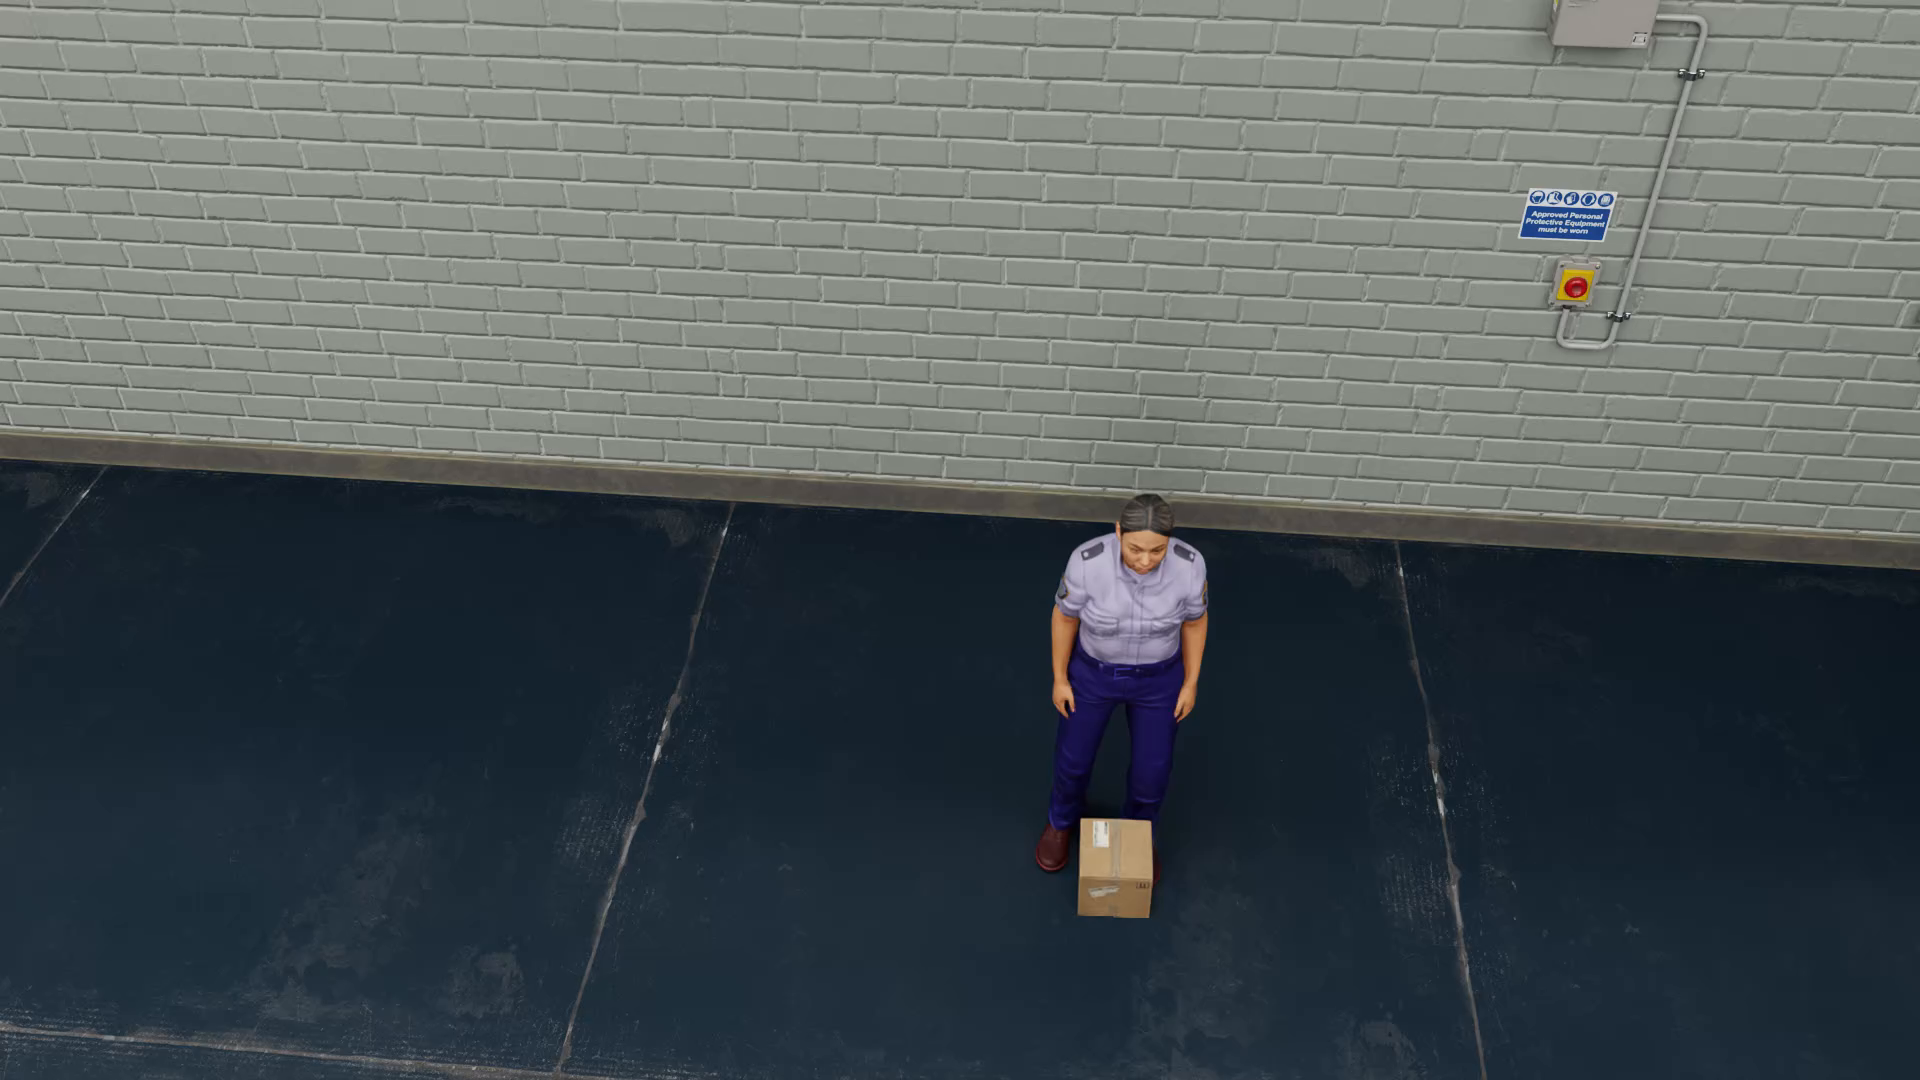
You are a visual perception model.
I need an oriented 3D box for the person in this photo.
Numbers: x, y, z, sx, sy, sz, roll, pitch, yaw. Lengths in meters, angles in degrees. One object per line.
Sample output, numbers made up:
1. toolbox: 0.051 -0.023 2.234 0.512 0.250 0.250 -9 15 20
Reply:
1. person: 0.546 0.492 5.593 0.537 1.638 0.422 2 40 2
